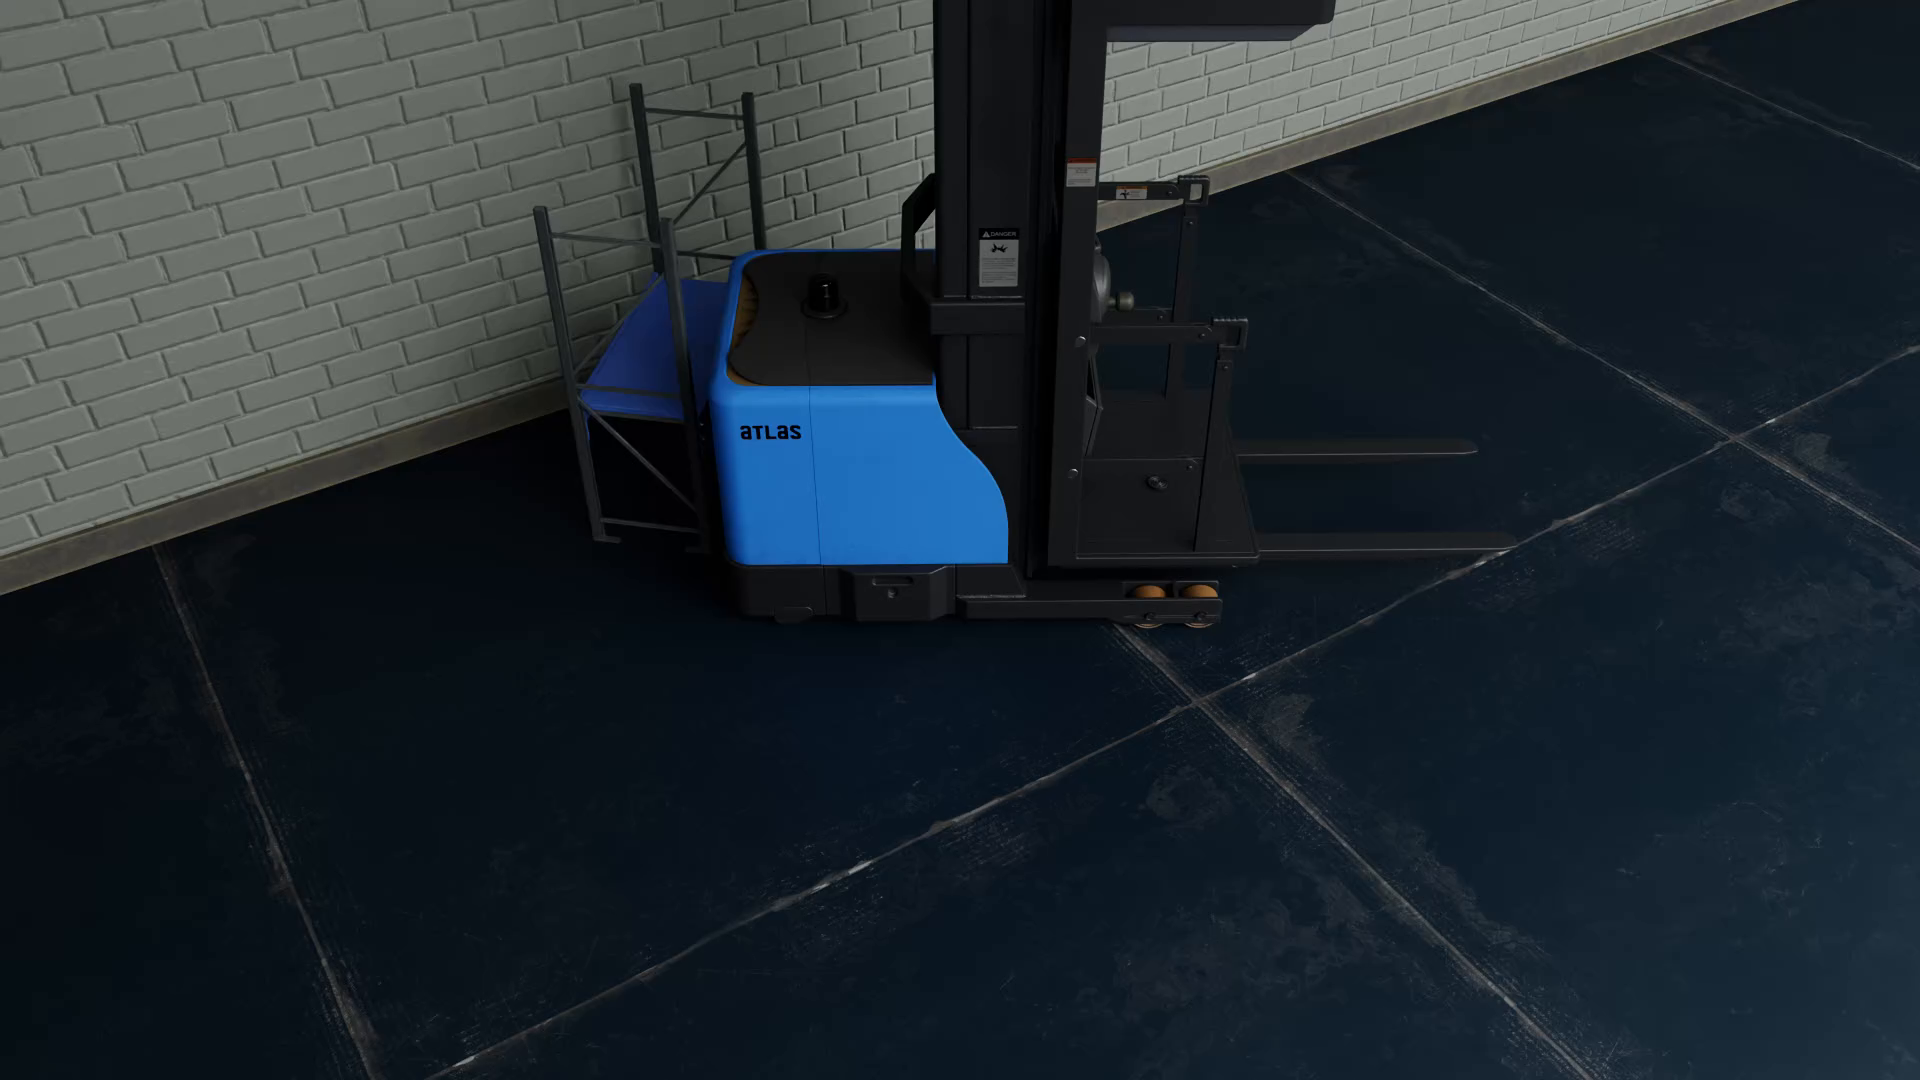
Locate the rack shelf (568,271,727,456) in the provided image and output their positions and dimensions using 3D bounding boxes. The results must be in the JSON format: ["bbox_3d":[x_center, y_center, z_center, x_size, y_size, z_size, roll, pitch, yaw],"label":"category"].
[{"bbox_3d":[-1.148,-0.737,6.743,0.538,0.185,1.000,7,40,8],"label":"rack shelf"}]

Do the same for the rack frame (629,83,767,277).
[{"bbox_3d":[-1.056,-1.195,7.012,0.500,1.500,0.032,7,40,8],"label":"rack frame"}]

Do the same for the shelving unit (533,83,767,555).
[{"bbox_3d":[-1.148,-0.875,6.628,0.538,1.500,1.048,7,40,8],"label":"shelving unit"}]

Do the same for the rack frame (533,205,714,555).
[{"bbox_3d":[-1.239,-0.555,6.244,0.500,1.500,0.032,7,40,8],"label":"rack frame"}]

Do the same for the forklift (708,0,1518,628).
[{"bbox_3d":[0.622,-1.131,5.818,3.031,2.935,1.130,0,40,-1],"label":"forklift"}]
